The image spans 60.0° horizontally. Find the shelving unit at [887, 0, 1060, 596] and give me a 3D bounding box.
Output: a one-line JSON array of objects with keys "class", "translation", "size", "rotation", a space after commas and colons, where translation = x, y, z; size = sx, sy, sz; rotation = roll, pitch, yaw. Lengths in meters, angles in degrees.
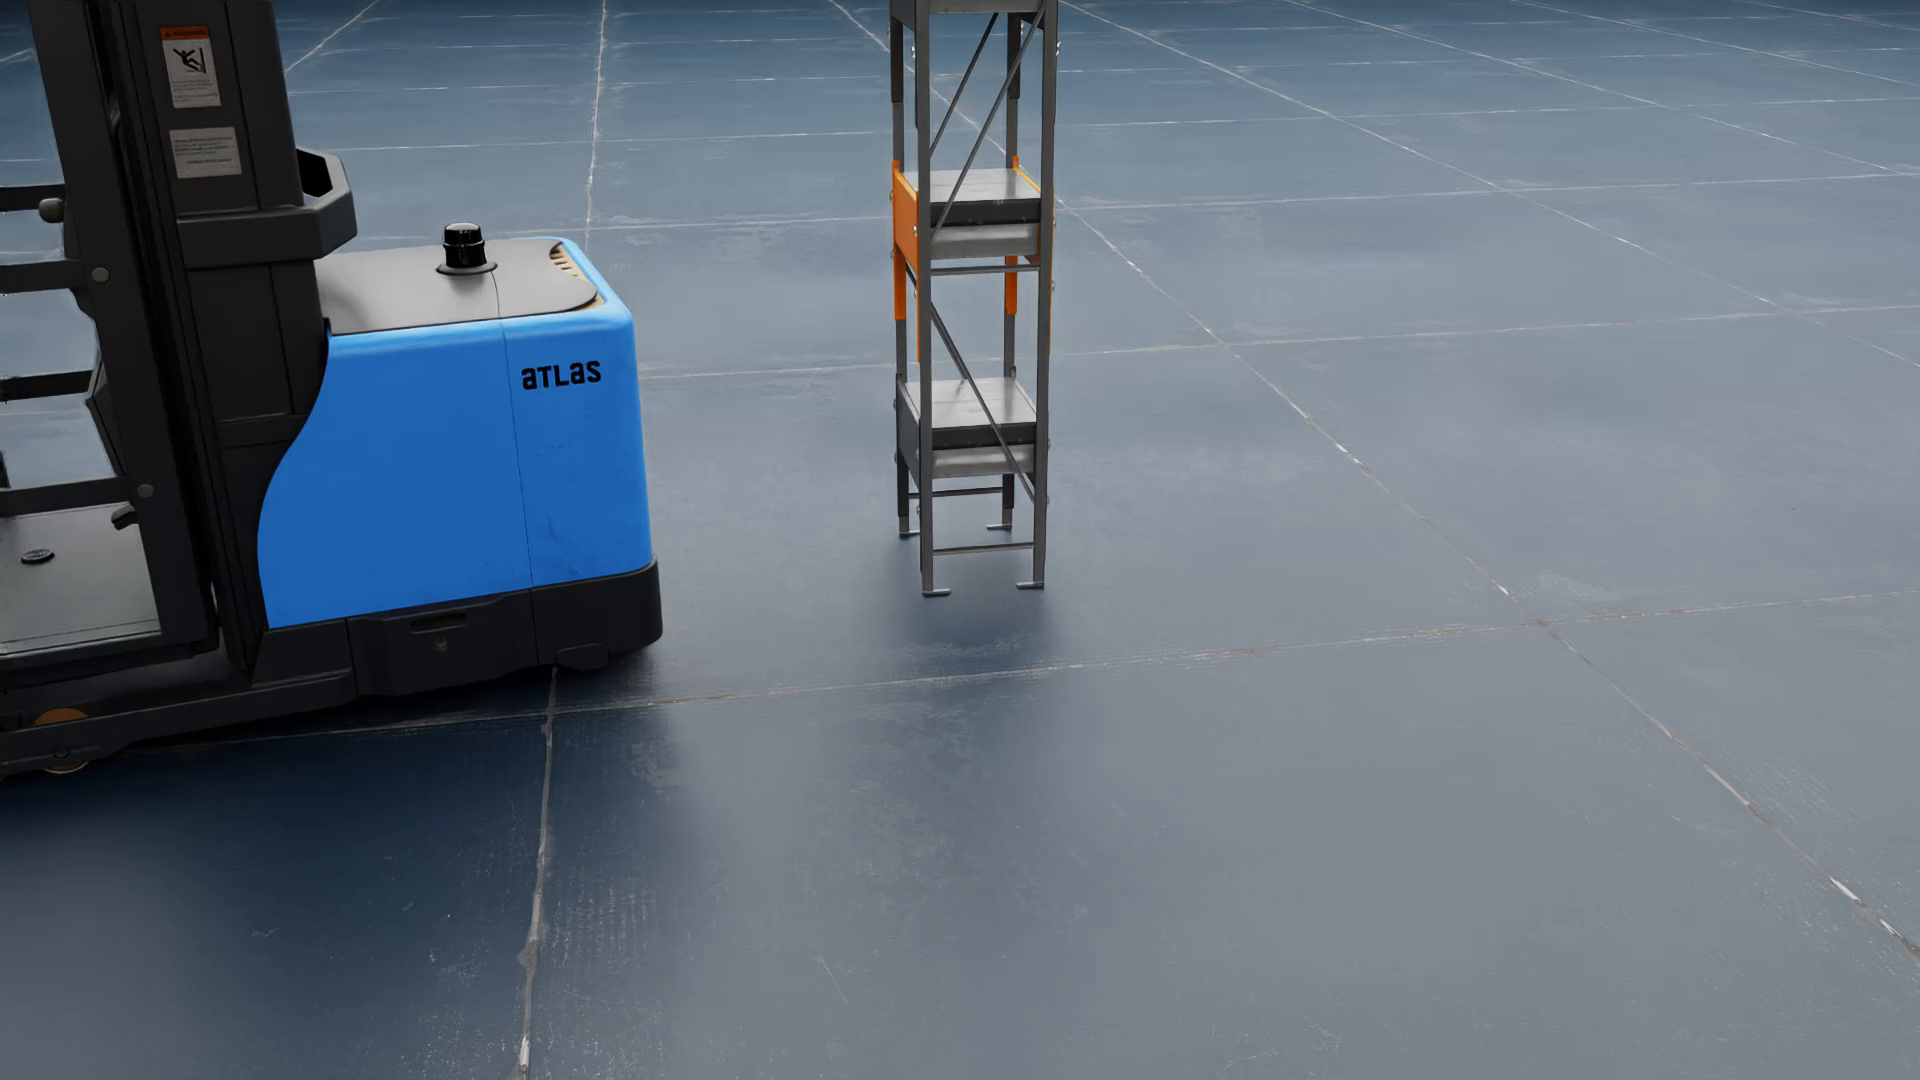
[{"class": "shelving unit", "translation": [0.031, -0.897, 5.181], "size": [0.431, 2.100, 0.503], "rotation": [-4, 24, -10]}]

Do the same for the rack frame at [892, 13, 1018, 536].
[{"class": "rack frame", "translation": [-0.015, -0.993, 5.400], "size": [0.400, 2.100, 0.015], "rotation": [-4, 24, -10]}]

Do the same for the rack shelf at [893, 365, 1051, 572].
[{"class": "rack shelf", "translation": [0.031, -0.243, 5.466], "size": [0.431, 0.518, 0.480], "rotation": [-4, 24, -10]}]

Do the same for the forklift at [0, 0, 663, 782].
[{"class": "forklift", "translation": [-2.451, -0.943, 4.247], "size": [3.031, 2.935, 1.130], "rotation": [-9, 25, -20]}]

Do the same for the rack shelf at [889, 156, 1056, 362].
[{"class": "rack shelf", "translation": [0.031, -0.885, 5.186], "size": [0.431, 0.518, 0.480], "rotation": [-4, 24, -10]}]

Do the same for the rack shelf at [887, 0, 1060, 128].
[{"class": "rack shelf", "translation": [0.031, -1.526, 4.906], "size": [0.431, 0.518, 0.480], "rotation": [-4, 24, -10]}]

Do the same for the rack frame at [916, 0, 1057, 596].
[{"class": "rack frame", "translation": [0.076, -0.801, 4.961], "size": [0.400, 2.100, 0.015], "rotation": [-4, 24, -10]}]
